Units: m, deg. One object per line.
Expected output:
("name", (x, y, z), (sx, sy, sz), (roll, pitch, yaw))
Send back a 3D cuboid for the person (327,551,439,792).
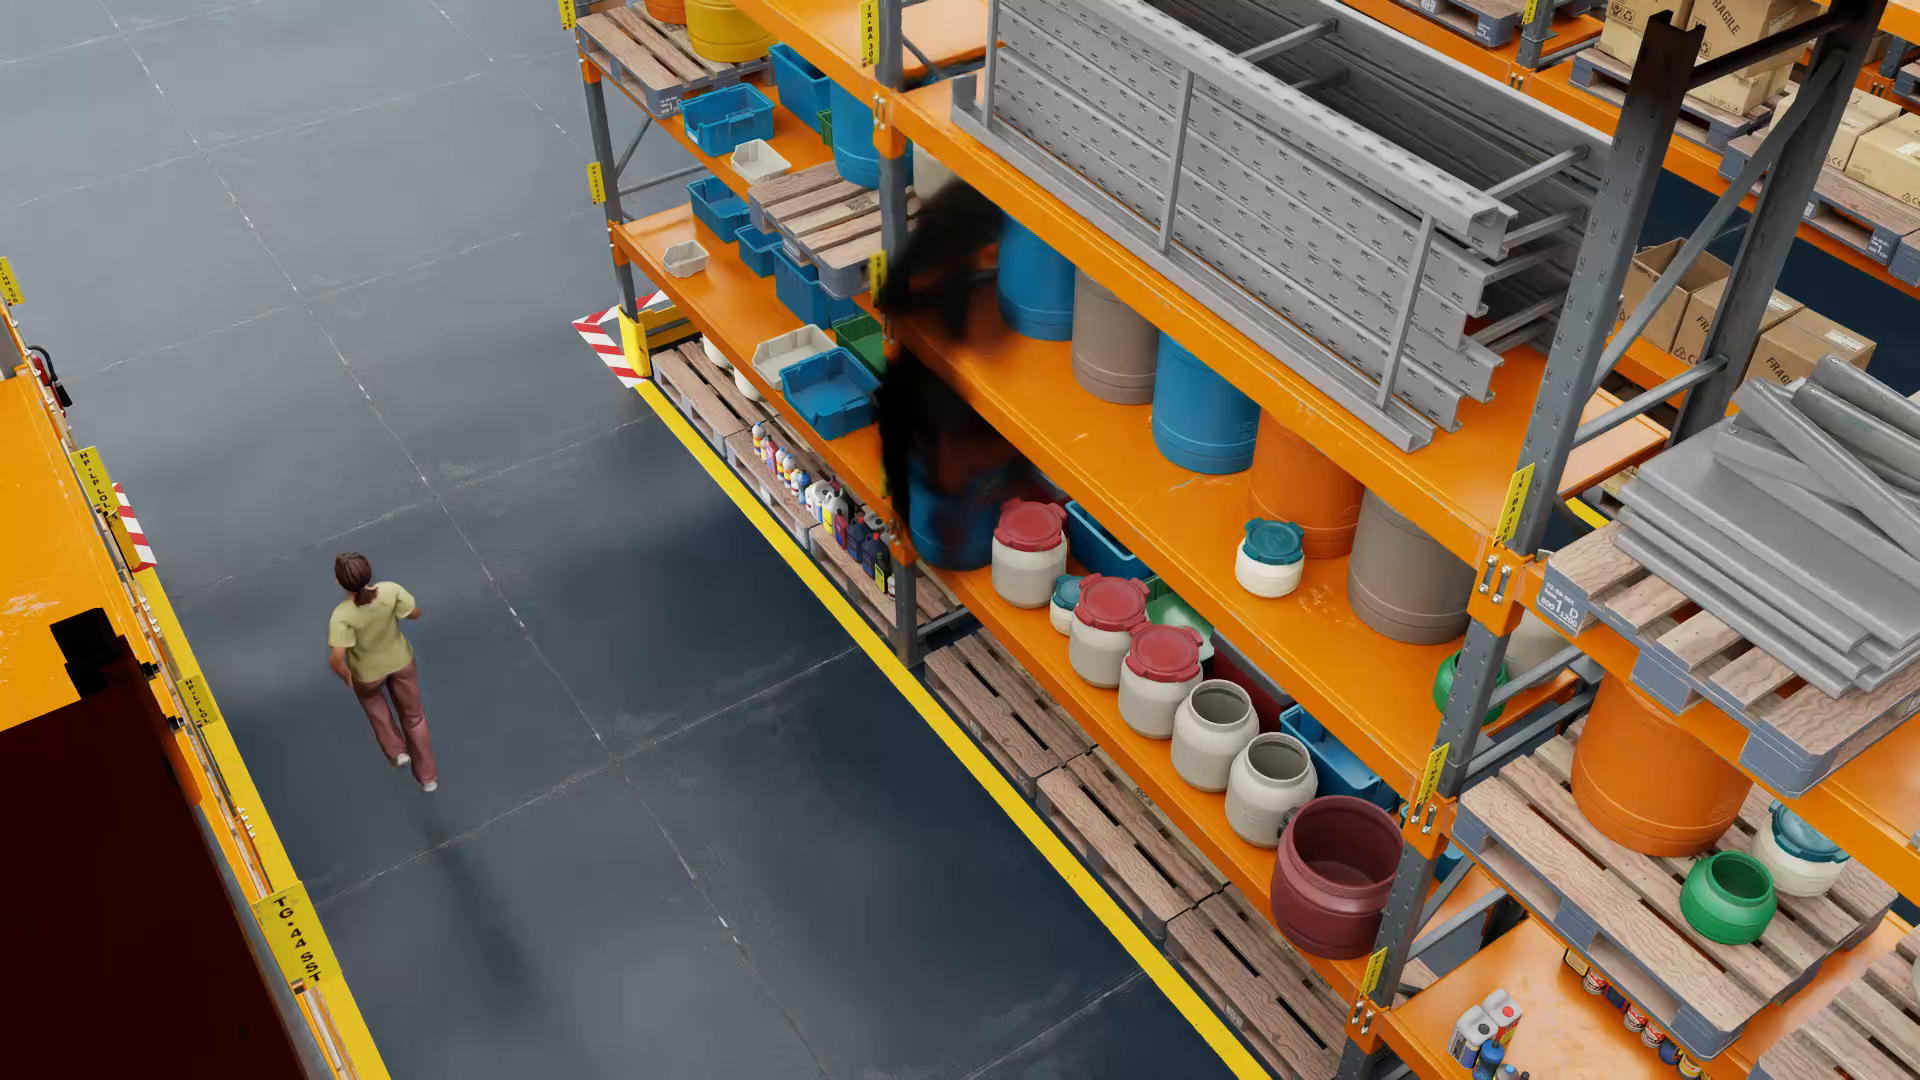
("person", (-3.243, 0.722, 9.355), (0.571, 1.719, 0.641), (-25, 48, -24))
